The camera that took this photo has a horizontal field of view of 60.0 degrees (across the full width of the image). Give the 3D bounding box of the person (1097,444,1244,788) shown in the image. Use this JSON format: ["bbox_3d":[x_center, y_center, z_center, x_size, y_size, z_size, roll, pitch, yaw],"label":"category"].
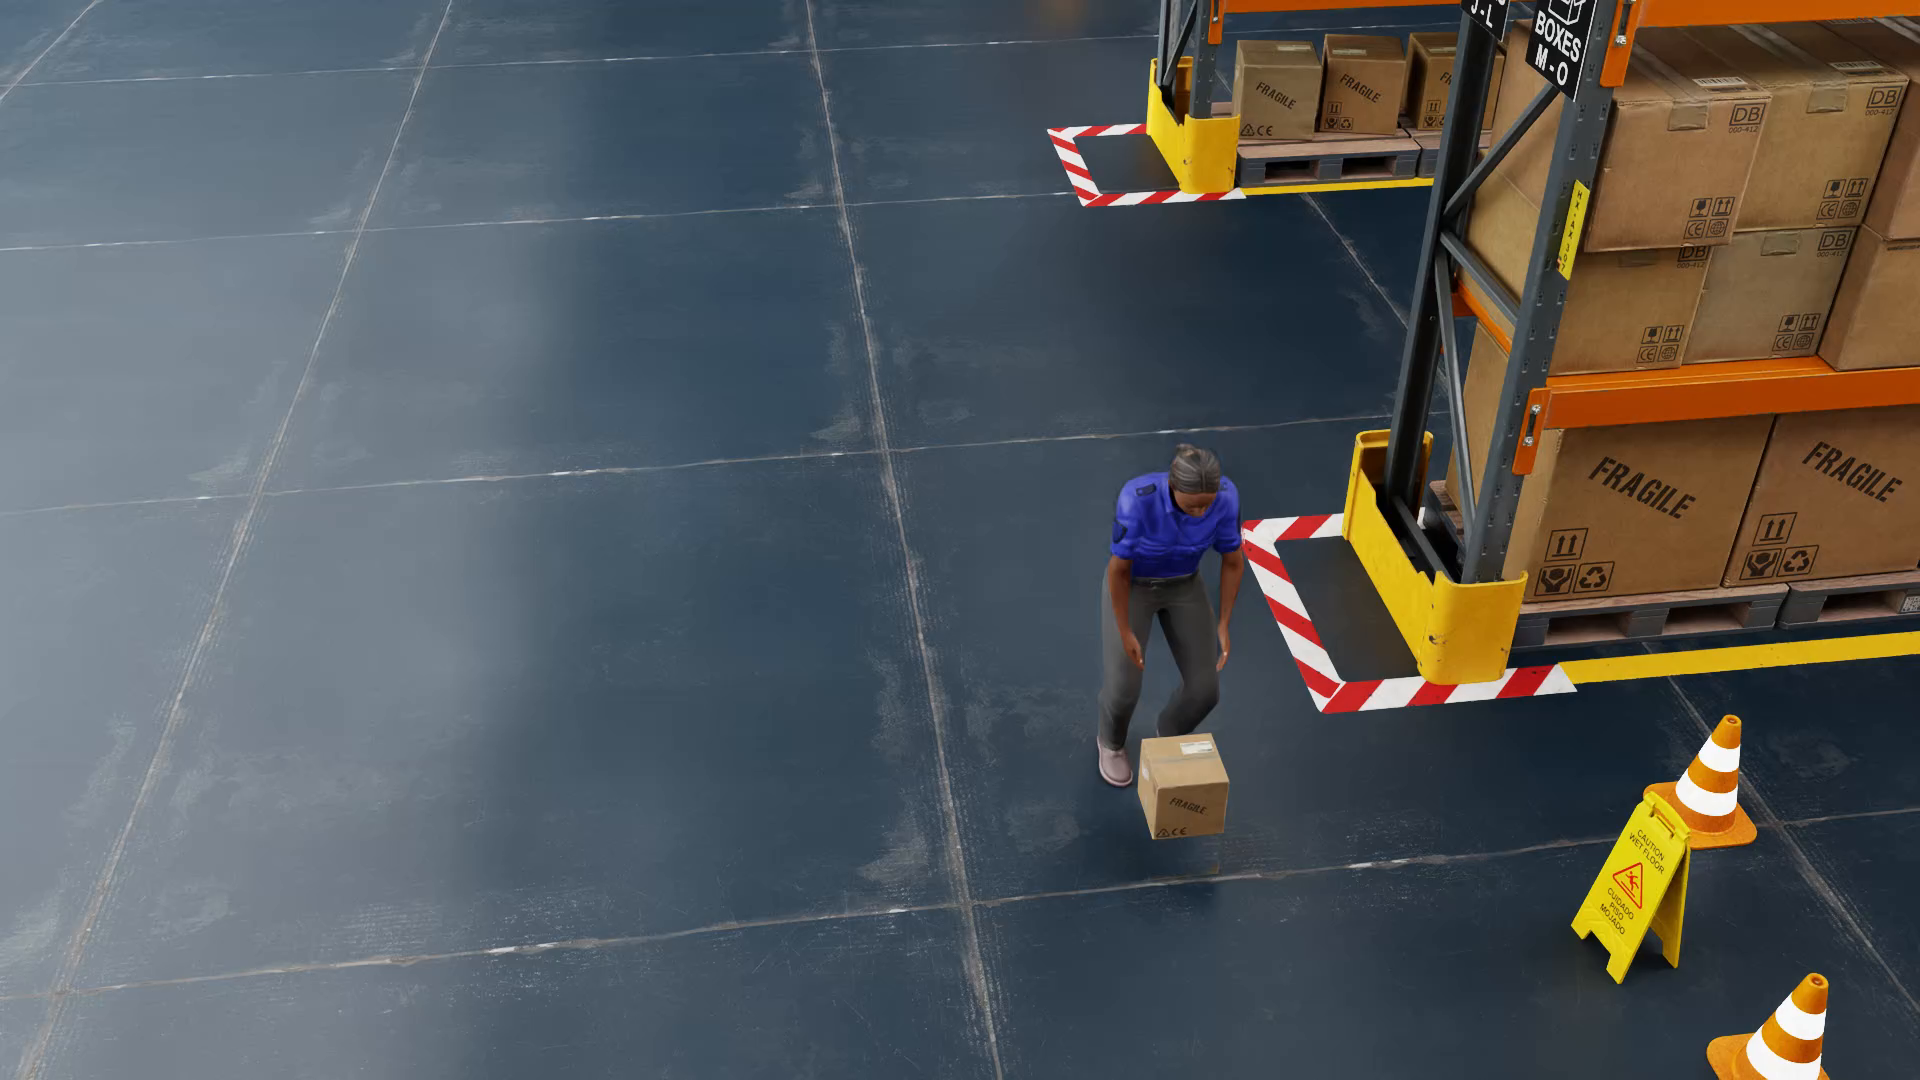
[{"bbox_3d":[0.747,0.244,5.944,0.484,1.507,0.513,-4,35,-6],"label":"person"}]
